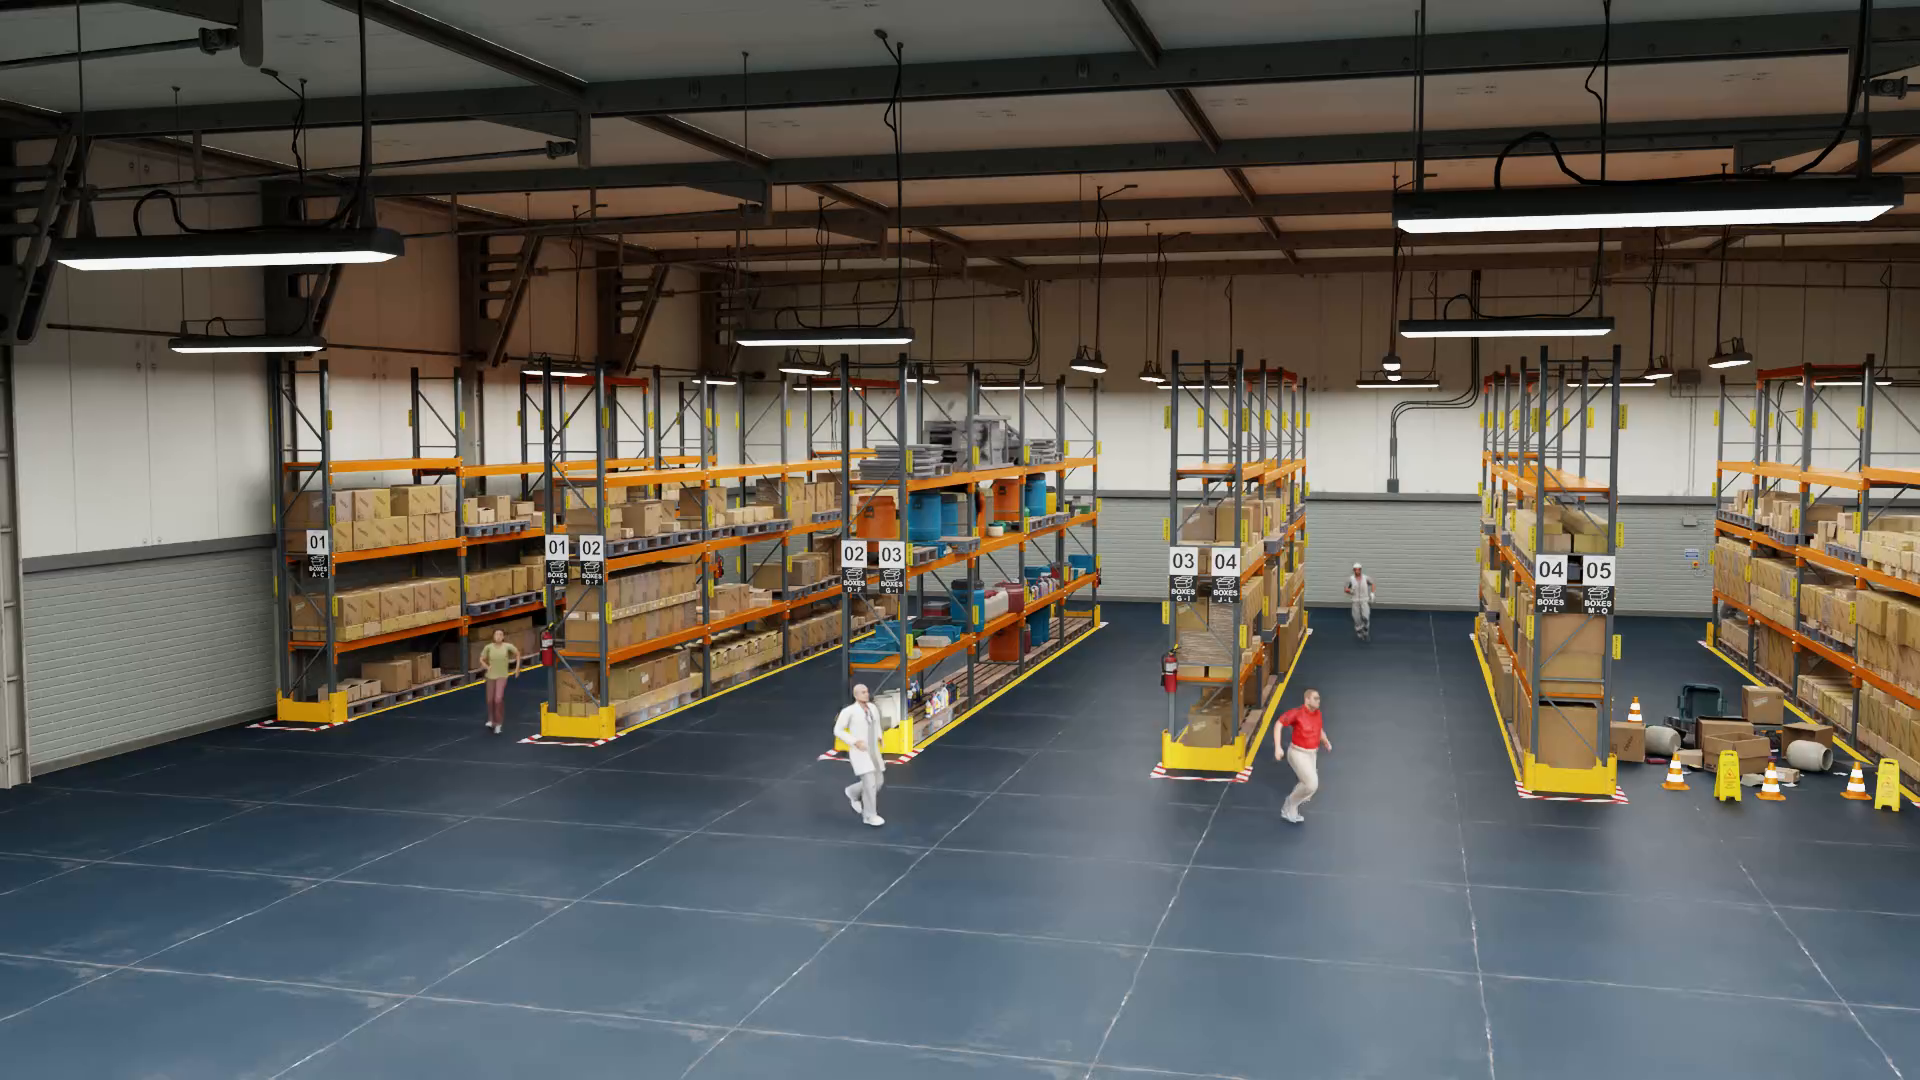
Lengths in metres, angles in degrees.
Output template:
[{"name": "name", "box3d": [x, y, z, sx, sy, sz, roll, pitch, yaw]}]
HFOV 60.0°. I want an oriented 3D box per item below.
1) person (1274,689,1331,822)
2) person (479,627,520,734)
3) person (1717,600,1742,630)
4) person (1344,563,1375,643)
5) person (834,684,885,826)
[{"name": "person", "box3d": [4.274, 2.682, 20.586, 0.671, 1.680, 0.670, -4, 6, -44]}, {"name": "person", "box3d": [-7.422, 2.262, 26.804, 0.622, 1.737, 0.645, 0, 4, -5]}, {"name": "person", "box3d": [17.554, 1.375, 38.061, 0.751, 1.712, 0.949, -3, 5, -36]}, {"name": "person", "box3d": [8.989, 1.427, 37.455, 0.677, 1.804, 0.680, 1, 4, 14]}, {"name": "person", "box3d": [-1.216, 2.651, 20.632, 0.754, 1.734, 0.705, 4, 6, 45]}]
